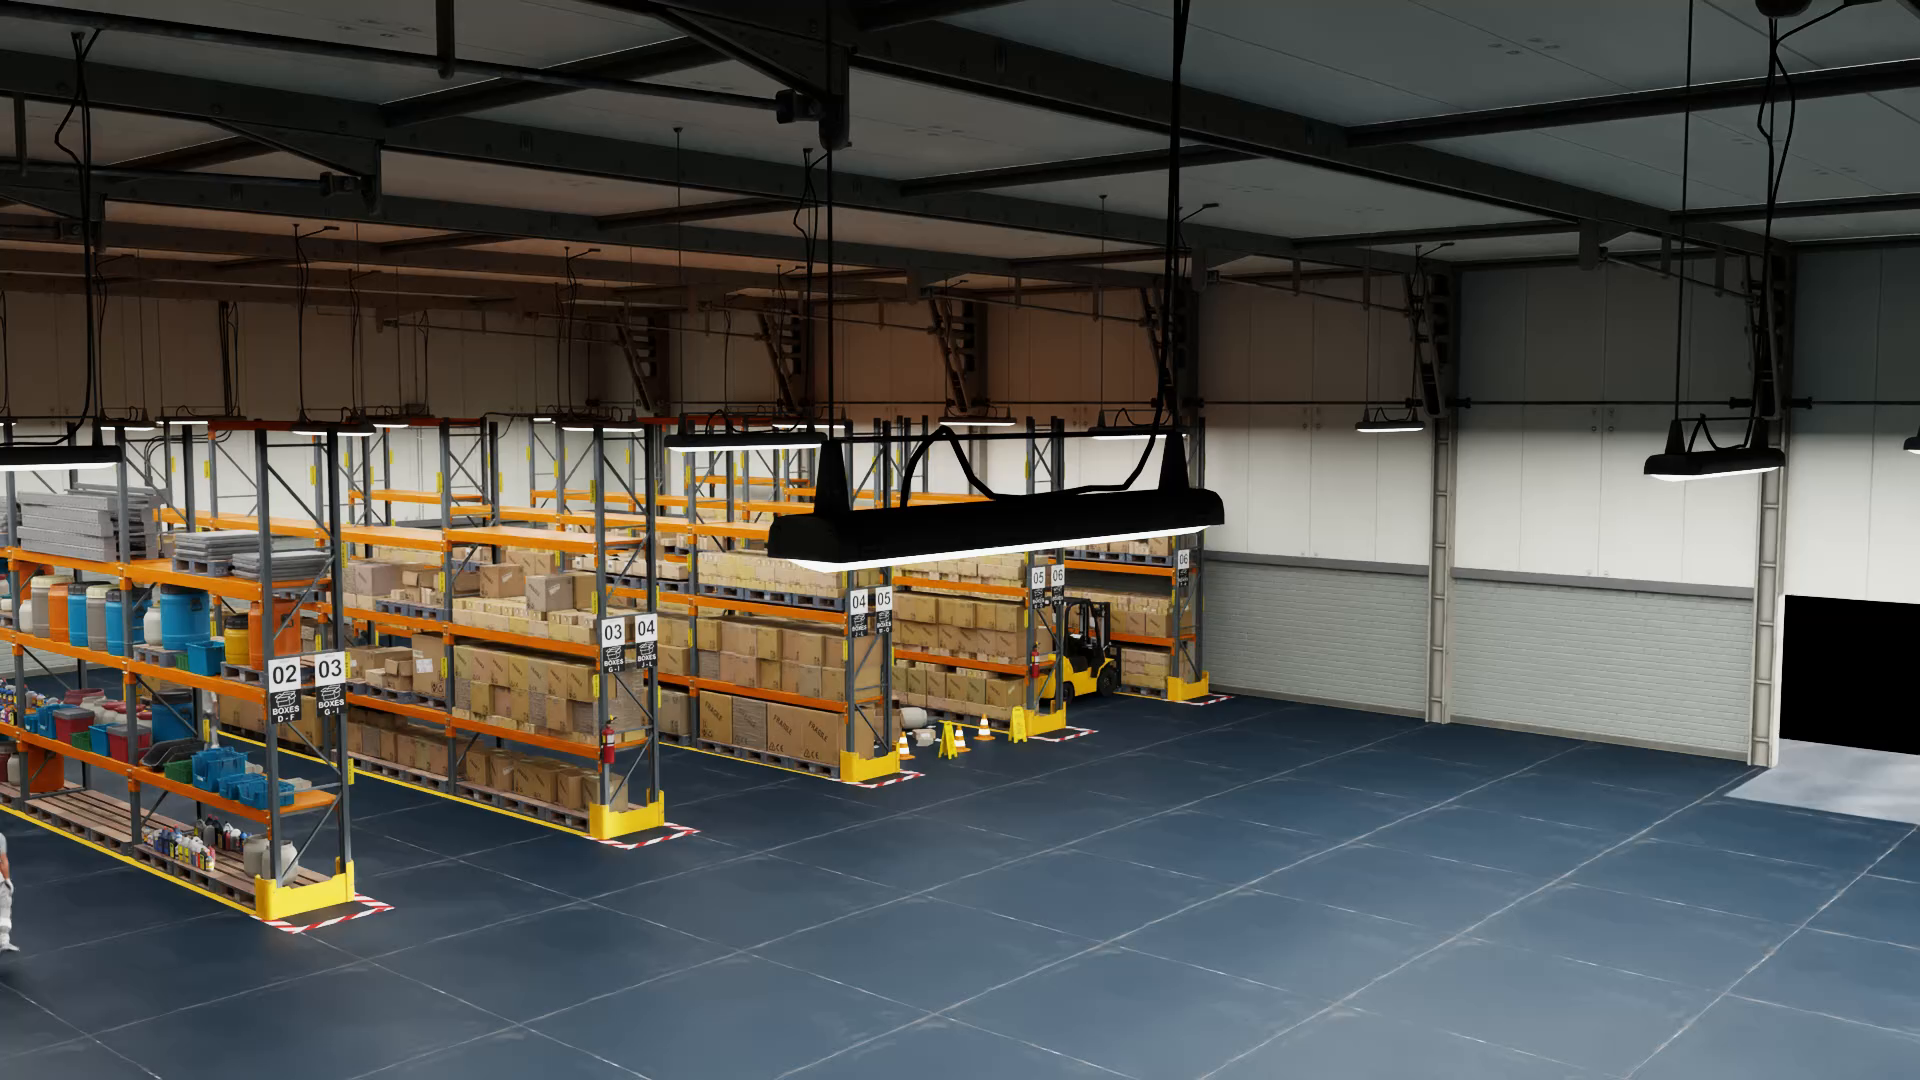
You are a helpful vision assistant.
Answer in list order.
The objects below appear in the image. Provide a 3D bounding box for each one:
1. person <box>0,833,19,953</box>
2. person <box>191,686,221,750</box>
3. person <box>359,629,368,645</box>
[{"bbox_3d":[-10.952,3.881,18.697,0.571,1.777,0.514,-3,6,-34],"label":"person"},{"bbox_3d":[-13.483,3.072,29.703,0.466,1.590,0.451,-3,6,-35],"label":"person"},{"bbox_3d":[-15.094,1.925,42.336,0.557,1.754,0.660,0,5,-1],"label":"person"}]
